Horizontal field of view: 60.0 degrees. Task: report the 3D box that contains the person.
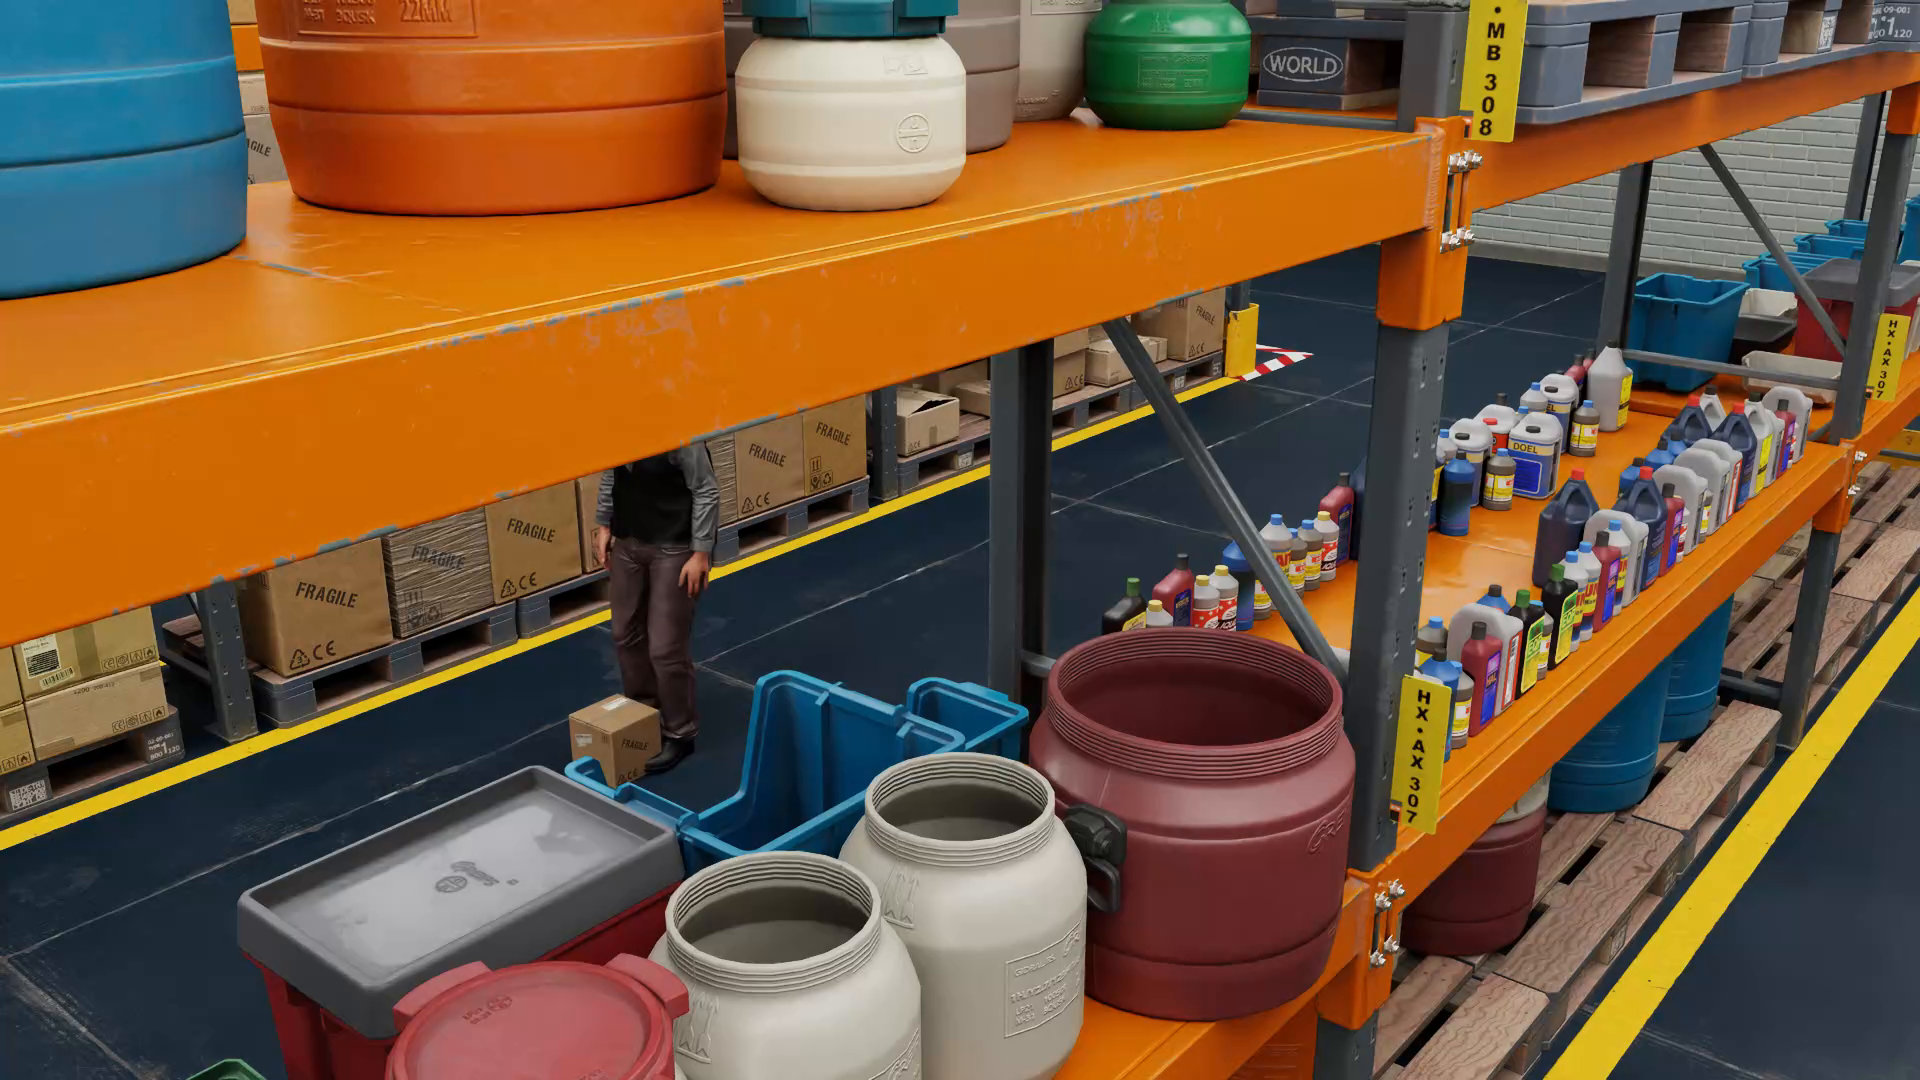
[{"bbox_3d":[-1.197,0.036,6.510,0.593,1.720,0.474,14,24,33],"label":"person"}]
